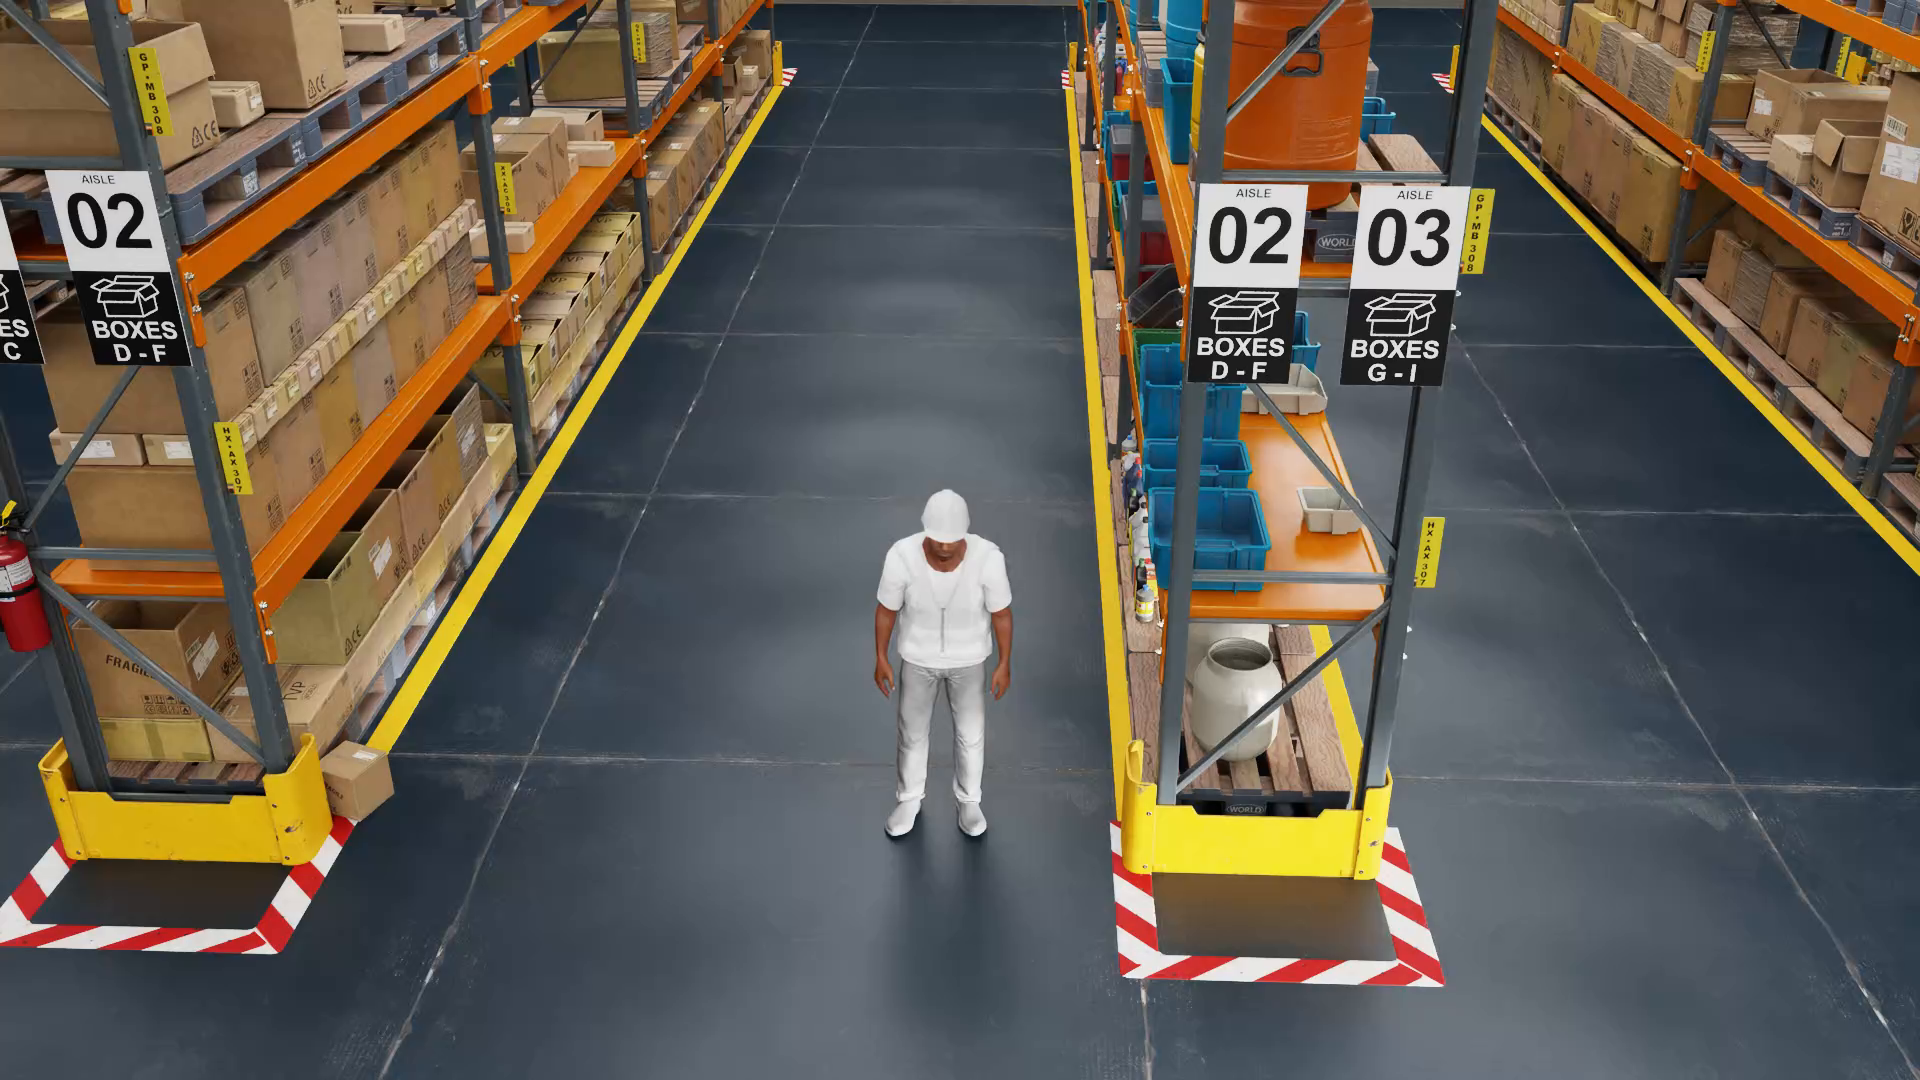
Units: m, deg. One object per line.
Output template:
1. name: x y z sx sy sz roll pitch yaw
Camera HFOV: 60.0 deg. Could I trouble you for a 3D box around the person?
1. person: -0.077 0.550 7.558 0.628 1.761 0.456 1 28 2
